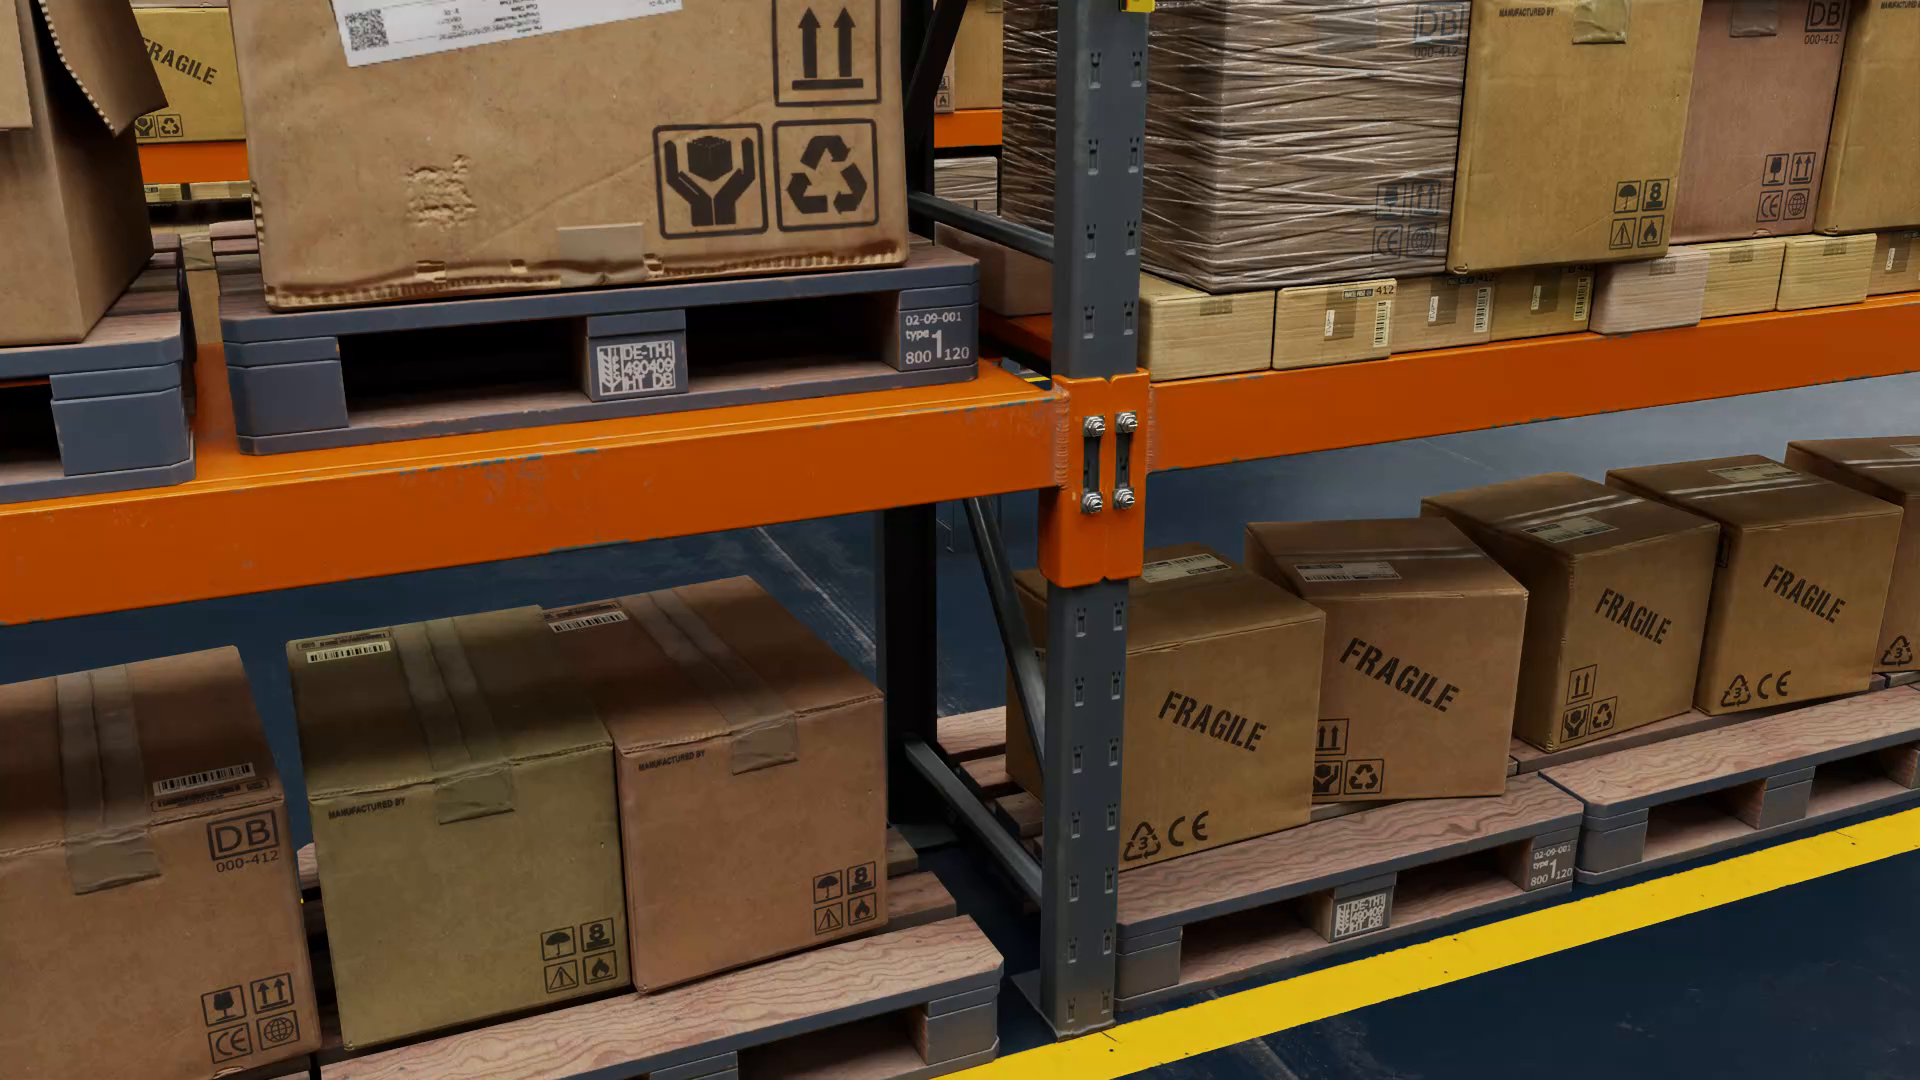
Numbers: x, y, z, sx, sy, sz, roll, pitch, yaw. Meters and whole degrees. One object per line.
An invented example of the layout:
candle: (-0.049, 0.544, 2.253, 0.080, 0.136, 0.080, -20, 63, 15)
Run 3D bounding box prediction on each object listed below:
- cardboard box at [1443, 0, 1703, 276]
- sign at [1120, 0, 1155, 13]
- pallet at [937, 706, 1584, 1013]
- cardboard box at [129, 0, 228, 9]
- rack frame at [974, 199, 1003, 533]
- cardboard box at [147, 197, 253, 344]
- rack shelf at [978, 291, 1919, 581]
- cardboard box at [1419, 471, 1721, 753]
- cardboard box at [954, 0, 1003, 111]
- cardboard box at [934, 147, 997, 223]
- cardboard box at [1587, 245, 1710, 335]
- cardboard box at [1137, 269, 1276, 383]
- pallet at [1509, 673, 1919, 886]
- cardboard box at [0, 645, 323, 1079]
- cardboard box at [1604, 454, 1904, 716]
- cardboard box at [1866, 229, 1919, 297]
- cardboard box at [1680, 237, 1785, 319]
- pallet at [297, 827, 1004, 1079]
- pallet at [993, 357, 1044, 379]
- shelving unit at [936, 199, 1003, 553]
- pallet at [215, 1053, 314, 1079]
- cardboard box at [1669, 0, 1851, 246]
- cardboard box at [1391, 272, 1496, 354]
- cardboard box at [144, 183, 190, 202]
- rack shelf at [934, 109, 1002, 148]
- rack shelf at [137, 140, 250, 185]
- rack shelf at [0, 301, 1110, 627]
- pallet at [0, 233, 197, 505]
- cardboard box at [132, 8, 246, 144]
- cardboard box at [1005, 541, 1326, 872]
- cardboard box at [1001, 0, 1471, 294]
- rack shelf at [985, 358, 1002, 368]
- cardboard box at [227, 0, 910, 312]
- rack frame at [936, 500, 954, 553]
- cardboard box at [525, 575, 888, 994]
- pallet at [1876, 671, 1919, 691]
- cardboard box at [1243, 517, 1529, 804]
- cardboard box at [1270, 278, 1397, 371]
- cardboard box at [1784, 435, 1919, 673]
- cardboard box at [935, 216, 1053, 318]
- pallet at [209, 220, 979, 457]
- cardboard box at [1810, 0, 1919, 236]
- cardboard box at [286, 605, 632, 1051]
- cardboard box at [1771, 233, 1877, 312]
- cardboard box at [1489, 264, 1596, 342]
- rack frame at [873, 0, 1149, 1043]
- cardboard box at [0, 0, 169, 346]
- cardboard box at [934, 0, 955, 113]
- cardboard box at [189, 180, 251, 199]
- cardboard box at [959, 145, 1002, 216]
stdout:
cardboard box: (0.962, -0.878, 3.401, 0.500, 0.500, 0.875, -8, 21, -22)
sign: (0.275, -0.973, 2.525, 0.005, 0.325, 0.100, -8, 21, -22)
pallet: (0.654, 0.621, 3.941, 1.213, 0.211, 1.003, -8, 21, -22)
cardboard box: (-3.210, -2.438, 6.774, 0.500, 0.500, 0.700, -8, 21, -21)
rack frame: (0.097, -0.580, 5.862, 0.006, 1.200, 0.240, -8, 21, -22)
cardboard box: (-3.242, -1.023, 7.167, 0.750, 0.750, 1.050, -8, 21, -22)
rack shelf: (1.888, -0.519, 4.063, 4.000, 0.370, 1.077, -8, 21, -22)
cardboard box: (1.496, 0.162, 4.177, 0.500, 0.500, 0.500, -10, 22, -27)
cardboard box: (-0.001, -2.459, 8.263, 0.500, 0.550, 0.875, -8, 21, -22)
cardboard box: (-0.389, -1.498, 8.328, 0.875, 0.875, 0.875, -8, 21, -22)
cardboard box: (1.293, -0.540, 3.417, 0.250, 0.149, 0.380, -8, 21, -22)
cardboard box: (0.368, -0.413, 3.058, 0.250, 0.149, 0.380, -8, 21, -22)
pallet: (1.776, 0.459, 4.401, 1.213, 0.211, 1.003, -8, 21, -22)
cardboard box: (-1.480, 0.581, 2.956, 0.500, 0.500, 0.700, -10, 22, -27)
cardboard box: (2.027, 0.102, 4.347, 0.500, 0.500, 0.500, -6, 20, -17)
cardboard box: (1.952, -0.662, 3.763, 0.250, 0.149, 0.380, -8, 21, -22)
cardboard box: (1.506, -0.585, 3.546, 0.250, 0.149, 0.380, -8, 21, -22)
pallet: (-0.663, 0.823, 3.367, 1.213, 0.211, 1.003, -8, 21, -22)
pallet: (0.031, -1.044, 8.669, 1.213, 0.211, 1.003, -8, 21, -22)
shelving unit: (0.013, -0.568, 5.828, 0.189, 1.200, 0.258, -8, 21, -22)
pallet: (-1.785, 0.985, 2.908, 1.213, 0.211, 1.003, -8, 21, -22)
cardboard box: (1.381, -0.975, 3.675, 0.500, 0.500, 0.875, -8, 21, -22)
cardboard box: (0.821, -0.484, 3.258, 0.250, 0.149, 0.380, -8, 21, -22)
cardboard box: (-5.651, -2.319, 11.415, 0.625, 0.372, 0.950, -7, 21, -20)
rack shelf: (0.016, -2.045, 8.397, 4.000, 0.370, 1.077, -8, 21, -22)
rack shelf: (-3.657, -1.519, 6.902, 4.000, 0.370, 1.077, -8, 21, -22)
rack shelf: (-1.785, 0.007, 2.569, 4.000, 0.370, 1.077, -8, 21, -22)
pallet: (-1.820, -0.252, 2.509, 1.213, 0.211, 1.003, -8, 21, -22)
cardboard box: (-3.122, -1.885, 6.709, 0.500, 0.500, 0.500, -8, 21, -21)
cardboard box: (0.434, 0.345, 3.657, 0.500, 0.500, 0.500, -9, 21, -24)
cardboard box: (0.489, -0.823, 3.245, 0.500, 0.500, 0.875, -8, 21, -22)
rack shelf: (0.013, -0.639, 5.803, 0.180, 0.103, 0.258, -8, 21, -22)
cardboard box: (-0.734, -1.015, 2.851, 1.000, 1.000, 1.000, -8, 21, -22)
rack frame: (-0.071, -0.556, 5.794, 0.006, 1.200, 0.240, -8, 21, -22)
cardboard box: (-0.521, 0.450, 3.328, 0.500, 0.500, 0.700, -10, 22, -26)
pallet: (2.894, 0.300, 4.853, 1.213, 0.211, 1.003, -8, 21, -22)
cardboard box: (0.957, 0.268, 3.877, 0.500, 0.500, 0.500, -2, 19, -5)
cardboard box: (0.603, -0.442, 3.140, 0.250, 0.149, 0.380, -8, 21, -22)
cardboard box: (2.609, 0.026, 4.565, 0.500, 0.500, 0.500, -3, 20, -8)
cardboard box: (0.132, -0.595, 3.573, 0.250, 0.149, 0.380, -8, 21, -22)
pallet: (-0.708, -0.449, 3.069, 1.213, 0.211, 1.003, -8, 21, -22)
cardboard box: (1.857, -1.028, 3.826, 0.500, 0.500, 0.875, -8, 21, -22)
cardboard box: (-0.966, 0.507, 3.166, 0.500, 0.500, 0.700, -8, 21, -22)
cardboard box: (1.740, -0.615, 3.630, 0.250, 0.149, 0.380, -8, 21, -22)
cardboard box: (1.047, -0.519, 3.359, 0.250, 0.149, 0.380, -8, 21, -22)
rack frame: (0.051, -0.595, 3.196, 0.127, 3.000, 1.000, -8, 21, -22)
cardboard box: (-1.504, -0.586, 2.382, 0.637, 0.503, 0.797, -6, 20, -16)
cardboard box: (-0.448, -2.359, 7.978, 0.550, 0.550, 0.875, -8, 21, -22)
cardboard box: (-5.013, -2.411, 11.676, 0.625, 0.372, 0.950, -7, 21, -19)
cardboard box: (0.449, -1.618, 8.666, 0.875, 0.875, 0.875, -9, 21, -23)
